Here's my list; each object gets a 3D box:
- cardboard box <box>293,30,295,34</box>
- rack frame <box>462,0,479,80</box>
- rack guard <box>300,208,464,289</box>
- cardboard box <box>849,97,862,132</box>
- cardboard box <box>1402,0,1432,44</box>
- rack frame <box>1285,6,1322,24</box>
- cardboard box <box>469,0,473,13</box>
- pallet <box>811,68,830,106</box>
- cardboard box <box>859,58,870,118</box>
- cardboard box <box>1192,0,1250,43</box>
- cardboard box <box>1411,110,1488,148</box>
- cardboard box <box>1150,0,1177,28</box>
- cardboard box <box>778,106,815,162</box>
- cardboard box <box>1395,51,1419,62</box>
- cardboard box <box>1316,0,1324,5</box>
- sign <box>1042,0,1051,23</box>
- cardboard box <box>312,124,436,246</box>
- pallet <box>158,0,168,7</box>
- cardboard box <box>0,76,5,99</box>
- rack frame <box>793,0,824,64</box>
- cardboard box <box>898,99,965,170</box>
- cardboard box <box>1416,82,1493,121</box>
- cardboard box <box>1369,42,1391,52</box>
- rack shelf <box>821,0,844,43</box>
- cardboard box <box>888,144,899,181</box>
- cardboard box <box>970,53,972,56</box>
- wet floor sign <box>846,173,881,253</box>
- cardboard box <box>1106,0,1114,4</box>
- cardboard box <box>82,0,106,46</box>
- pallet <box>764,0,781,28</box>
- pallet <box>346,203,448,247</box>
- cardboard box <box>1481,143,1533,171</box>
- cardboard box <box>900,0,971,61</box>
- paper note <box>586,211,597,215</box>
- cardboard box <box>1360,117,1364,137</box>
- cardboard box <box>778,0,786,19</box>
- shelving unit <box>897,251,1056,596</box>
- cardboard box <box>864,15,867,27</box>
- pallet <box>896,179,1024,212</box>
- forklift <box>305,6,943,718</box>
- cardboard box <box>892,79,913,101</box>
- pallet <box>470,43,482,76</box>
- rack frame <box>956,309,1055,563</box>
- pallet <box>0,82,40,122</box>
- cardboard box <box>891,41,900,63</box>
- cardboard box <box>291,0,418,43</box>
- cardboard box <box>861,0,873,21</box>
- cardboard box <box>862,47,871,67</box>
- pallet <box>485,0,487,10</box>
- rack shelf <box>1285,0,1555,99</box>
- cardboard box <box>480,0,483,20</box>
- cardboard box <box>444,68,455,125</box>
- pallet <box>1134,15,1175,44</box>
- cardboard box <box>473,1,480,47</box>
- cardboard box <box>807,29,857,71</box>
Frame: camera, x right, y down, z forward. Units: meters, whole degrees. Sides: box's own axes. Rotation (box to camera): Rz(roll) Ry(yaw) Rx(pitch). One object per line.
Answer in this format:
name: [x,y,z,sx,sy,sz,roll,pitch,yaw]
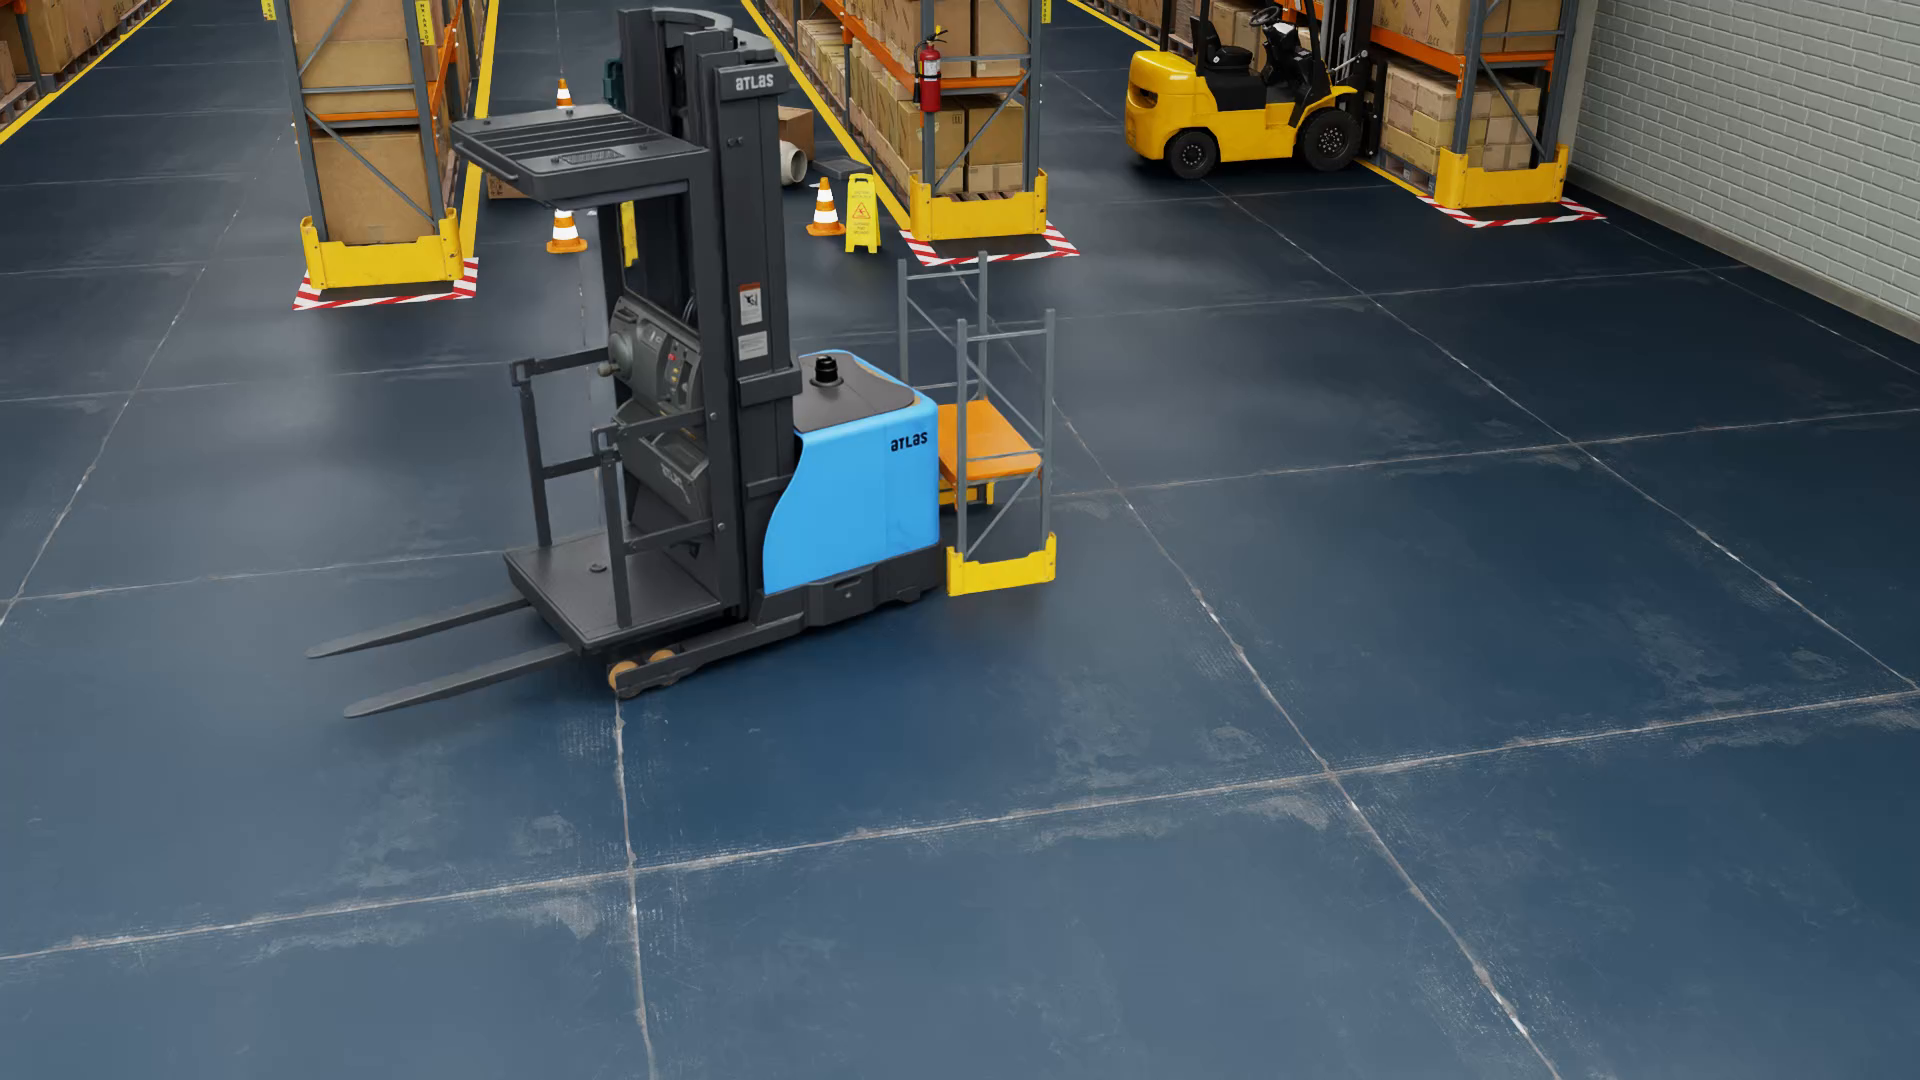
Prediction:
cardboard box: [-4.895,-3.931,13.544,0.875,0.550,0.550,-6,27,-12]
rack frame: [-6.425,-6.979,19.748,1.000,3.000,0.127,-6,27,-12]
rack guard: [-4.617,-2.340,13.332,1.175,0.500,0.348,-6,27,-12]
cardboard box: [-0.854,-4.443,17.310,0.500,0.250,0.500,-7,28,-14]
cardboard box: [4.538,-4.982,15.681,0.500,0.500,0.500,-5,27,-10]
rack frame: [4.111,-6.276,18.354,1.000,3.000,0.127,-6,27,-12]
cardboard box: [-6.345,-6.713,20.696,0.500,0.250,0.500,-7,28,-14]
pallet: [-1.179,-5.403,19.721,1.003,0.211,1.213,-6,27,-12]
cardboard box: [-0.722,-4.544,16.678,0.500,0.500,0.500,-5,27,-10]
cardboard box: [3.492,-6.598,21.162,0.875,0.625,0.625,-5,27,-10]
cardboard box: [4.598,-3.885,15.648,0.500,0.250,0.500,-6,27,-12]
cardboard box: [2.905,-7.267,22.627,0.500,0.500,0.500,-5,27,-10]
cardboard box: [-1.808,-4.047,16.710,0.500,0.500,0.500,13,30,24]
cardboard box: [4.762,-4.821,16.949,0.500,0.250,0.500,-6,27,-13]
cardboard box: [4.090,-5.872,17.444,0.500,0.500,0.500,-5,27,-11]
sign: [0.706,-4.456,13.788,0.100,0.325,0.005,-6,27,-12]
cardboard box: [-4.840,-2.997,13.750,0.875,0.875,0.875,-6,27,-11]
pallet: [-12.827,-8.444,25.745,1.003,0.211,1.213,-6,27,-12]
cardboard box: [-10.973,-5.066,18.243,0.700,0.500,0.500,-8,28,-16]
rack frame: [-1.625,-7.526,20.832,1.000,3.000,0.127,-6,27,-12]
cardboard box: [-0.257,-3.634,14.874,0.500,0.500,0.500,-6,27,-11]
cardboard box: [4.605,-4.096,15.513,0.500,0.250,0.500,-5,27,-10]
cardboard box: [4.143,-4.995,17.293,0.500,0.250,0.500,-5,27,-10]
rack shelf: [-1.175,-6.327,19.254,1.077,0.370,4.000,-6,27,-12]
cardboard box: [-0.376,-3.530,15.500,0.500,0.250,0.500,-6,27,-11]
cardboard box: [0.232,-4.181,14.484,0.380,0.149,0.250,-6,27,-11]
wet floor sign: [-0.822,-2.771,14.024,0.267,0.644,0.232,3,27,6]
cardboard box: [2.436,-8.172,24.419,0.500,0.500,0.500,-7,28,-13]
cardboard box: [-11.816,-6.843,21.371,1.225,0.875,0.875,-7,28,-13]
pallet: [-2.280,-7.706,24.283,1.003,0.211,1.213,-6,27,-12]
pallet: [-4.879,-2.565,14.098,1.003,0.211,1.213,-6,27,-12]
cardboard box: [5.092,-3.715,15.867,0.500,0.250,0.500,-6,27,-11]
cardboard box: [-0.213,-4.402,14.201,0.500,0.500,0.500,-6,27,-13]
paper note: [-3.312,-2.983,15.128,0.144,0.017,0.142,3,27,6]
cardboard box: [4.253,-4.319,17.064,0.500,0.250,0.500,-5,27,-10]
cardboard box: [-2.098,-7.861,23.388,0.875,0.875,0.875,-5,27,-10]
shelving unit: [0.063,-0.647,8.867,0.587,1.500,1.083,-8,28,-16]
cardboard box: [-0.747,-5.156,16.414,0.380,0.149,0.250,-5,27,-10]
pallet: [0.012,-3.163,15.282,1.003,0.211,1.213,-6,27,-12]
forklift: [-1.600,-0.842,7.665,3.031,2.935,1.130,-17,31,-30]
cardboard box: [-0.405,-4.078,15.033,0.380,0.149,0.250,-5,27,-10]
pallet: [-6.600,-6.077,21.056,1.003,0.211,1.213,-6,27,-12]
rack frame: [0.225,-0.426,8.429,0.500,1.500,0.032,-8,28,-16]
pallet: [-11.106,-4.932,18.786,1.003,0.211,1.213,-6,27,-12]
cardboard box: [-0.405,-4.369,14.856,0.380,0.149,0.250,-5,27,-11]
cardboard box: [-4.668,-4.183,12.843,0.875,0.550,0.550,-6,27,-12]
cardboard box: [-0.660,-5.286,15.953,0.500,0.500,0.500,-6,27,-12]
cardboard box: [-0.767,-4.781,16.428,0.380,0.149,0.250,-5,27,-10]
pallet: [-7.791,-8.318,25.496,1.003,0.211,1.213,-6,27,-12]
rack shelf: [4.562,-5.076,16.777,1.077,0.370,4.000,-6,27,-12]
cardboard box: [-6.915,-7.507,23.103,0.500,0.500,0.500,-6,27,-13]
cardboard box: [-5.751,-4.669,17.203,1.050,0.750,0.750,-6,27,-12]
pallet: [3.078,-7.118,23.119,1.003,0.211,1.213,-6,27,-12]
cardboard box: [-6.453,-6.607,21.320,0.500,0.500,0.500,-6,27,-11]
cardboard box: [-1.334,-5.968,20.196,0.950,0.372,0.625,-6,27,-13]
